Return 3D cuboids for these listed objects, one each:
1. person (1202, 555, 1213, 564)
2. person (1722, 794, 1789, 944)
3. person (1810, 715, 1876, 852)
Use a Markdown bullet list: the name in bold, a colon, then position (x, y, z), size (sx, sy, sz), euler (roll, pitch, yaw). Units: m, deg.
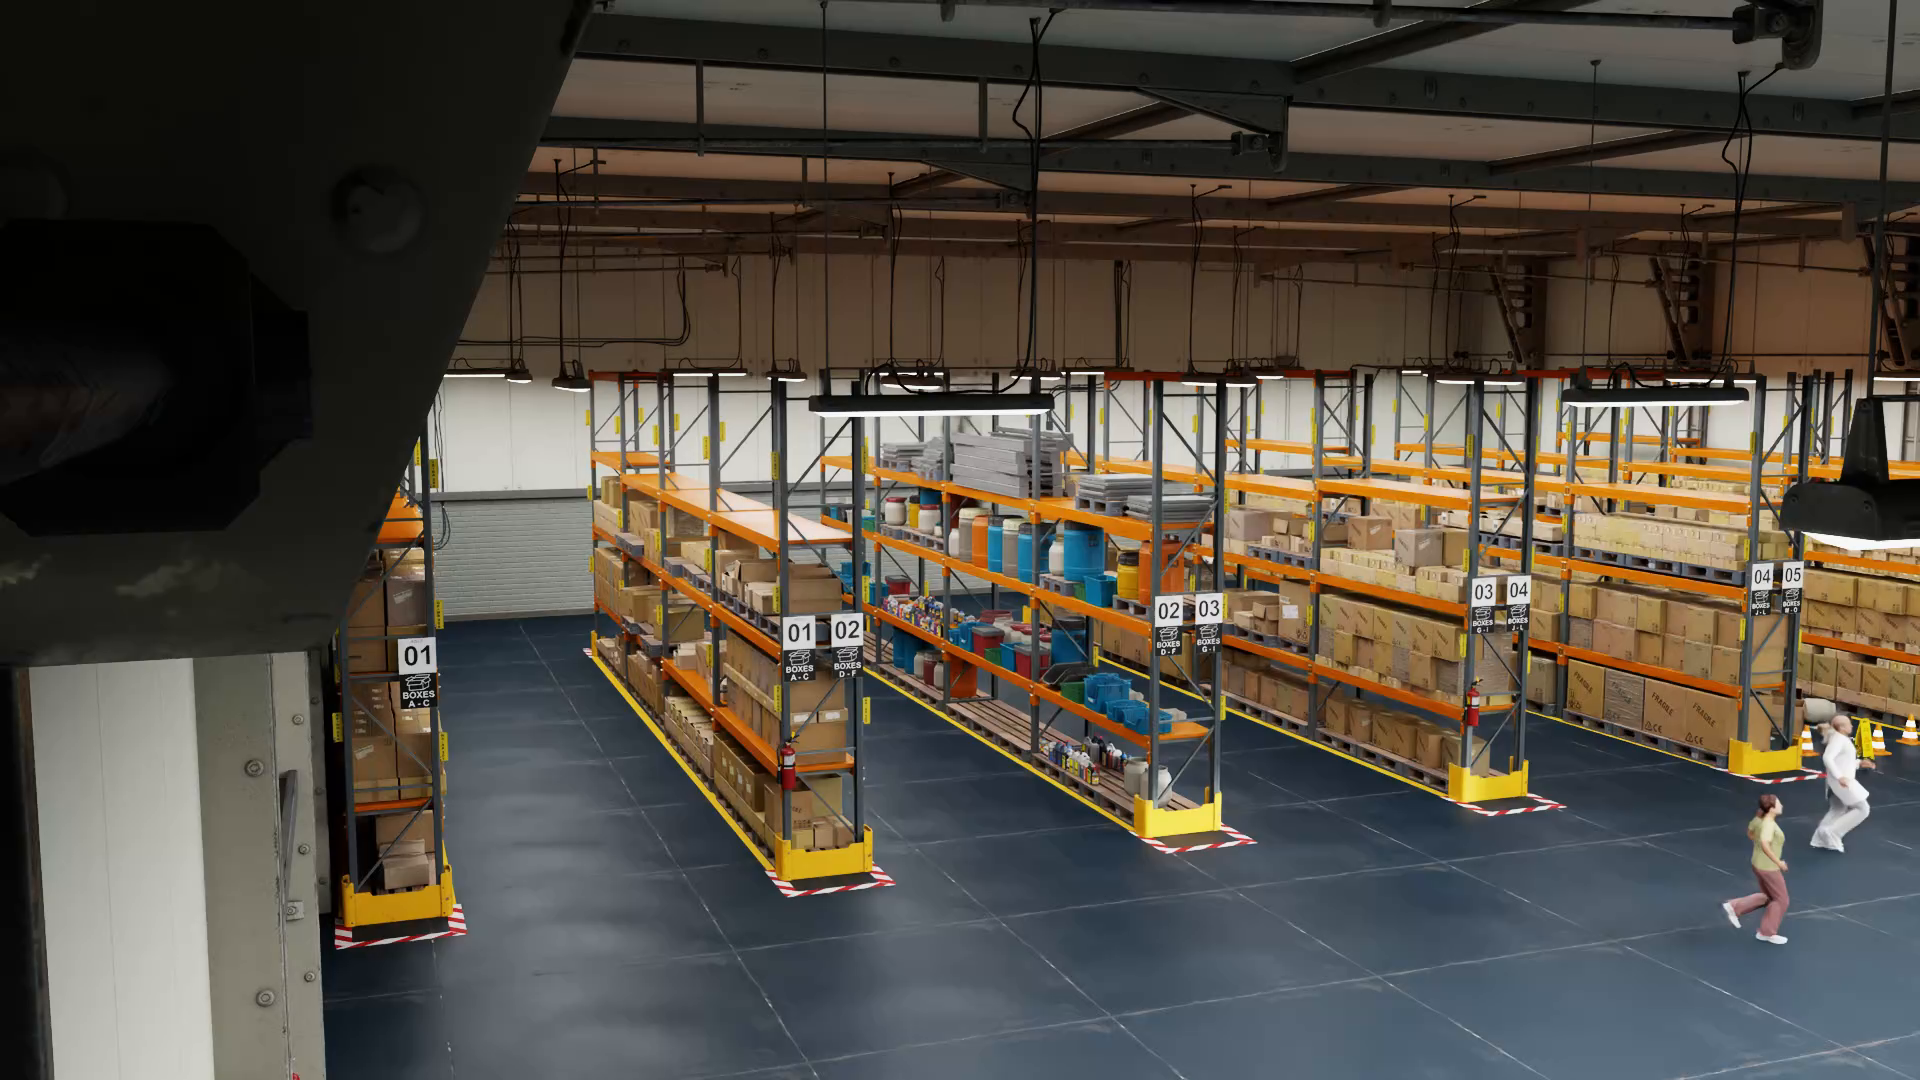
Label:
- **person**: position (6.110, 0.920, 41.246), size (0.553, 1.643, 0.659), euler (-5, 8, -37)
- **person**: position (8.618, 3.529, 17.949), size (0.642, 1.633, 0.605), euler (1, 6, 8)
- **person**: position (11.253, 3.094, 21.148), size (0.700, 1.742, 0.694), euler (2, 7, 16)
